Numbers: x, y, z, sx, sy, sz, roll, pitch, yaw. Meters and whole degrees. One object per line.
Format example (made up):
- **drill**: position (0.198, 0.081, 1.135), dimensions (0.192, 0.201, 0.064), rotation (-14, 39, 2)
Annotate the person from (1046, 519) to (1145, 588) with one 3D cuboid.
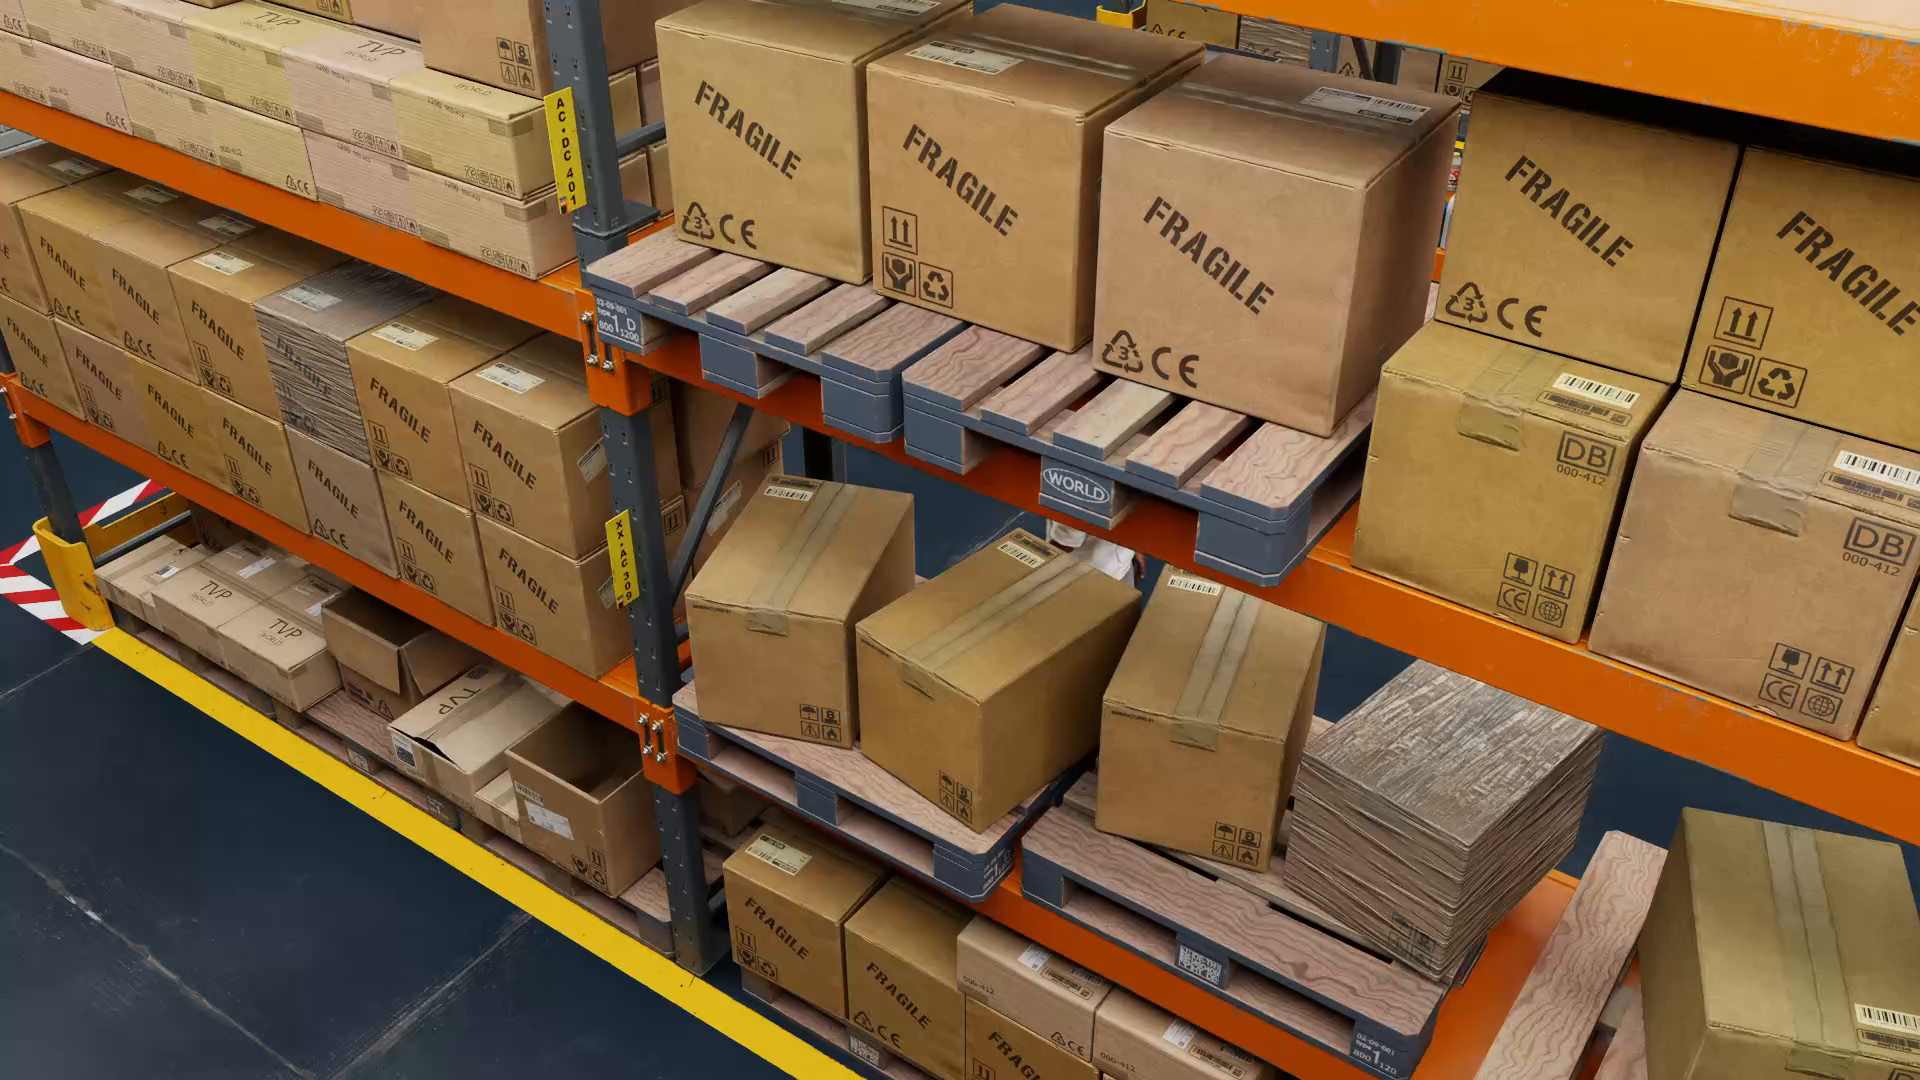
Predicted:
- **person**: position (0.585, 0.145, 6.915), dimensions (0.457, 1.761, 0.628), rotation (20, 39, 27)
